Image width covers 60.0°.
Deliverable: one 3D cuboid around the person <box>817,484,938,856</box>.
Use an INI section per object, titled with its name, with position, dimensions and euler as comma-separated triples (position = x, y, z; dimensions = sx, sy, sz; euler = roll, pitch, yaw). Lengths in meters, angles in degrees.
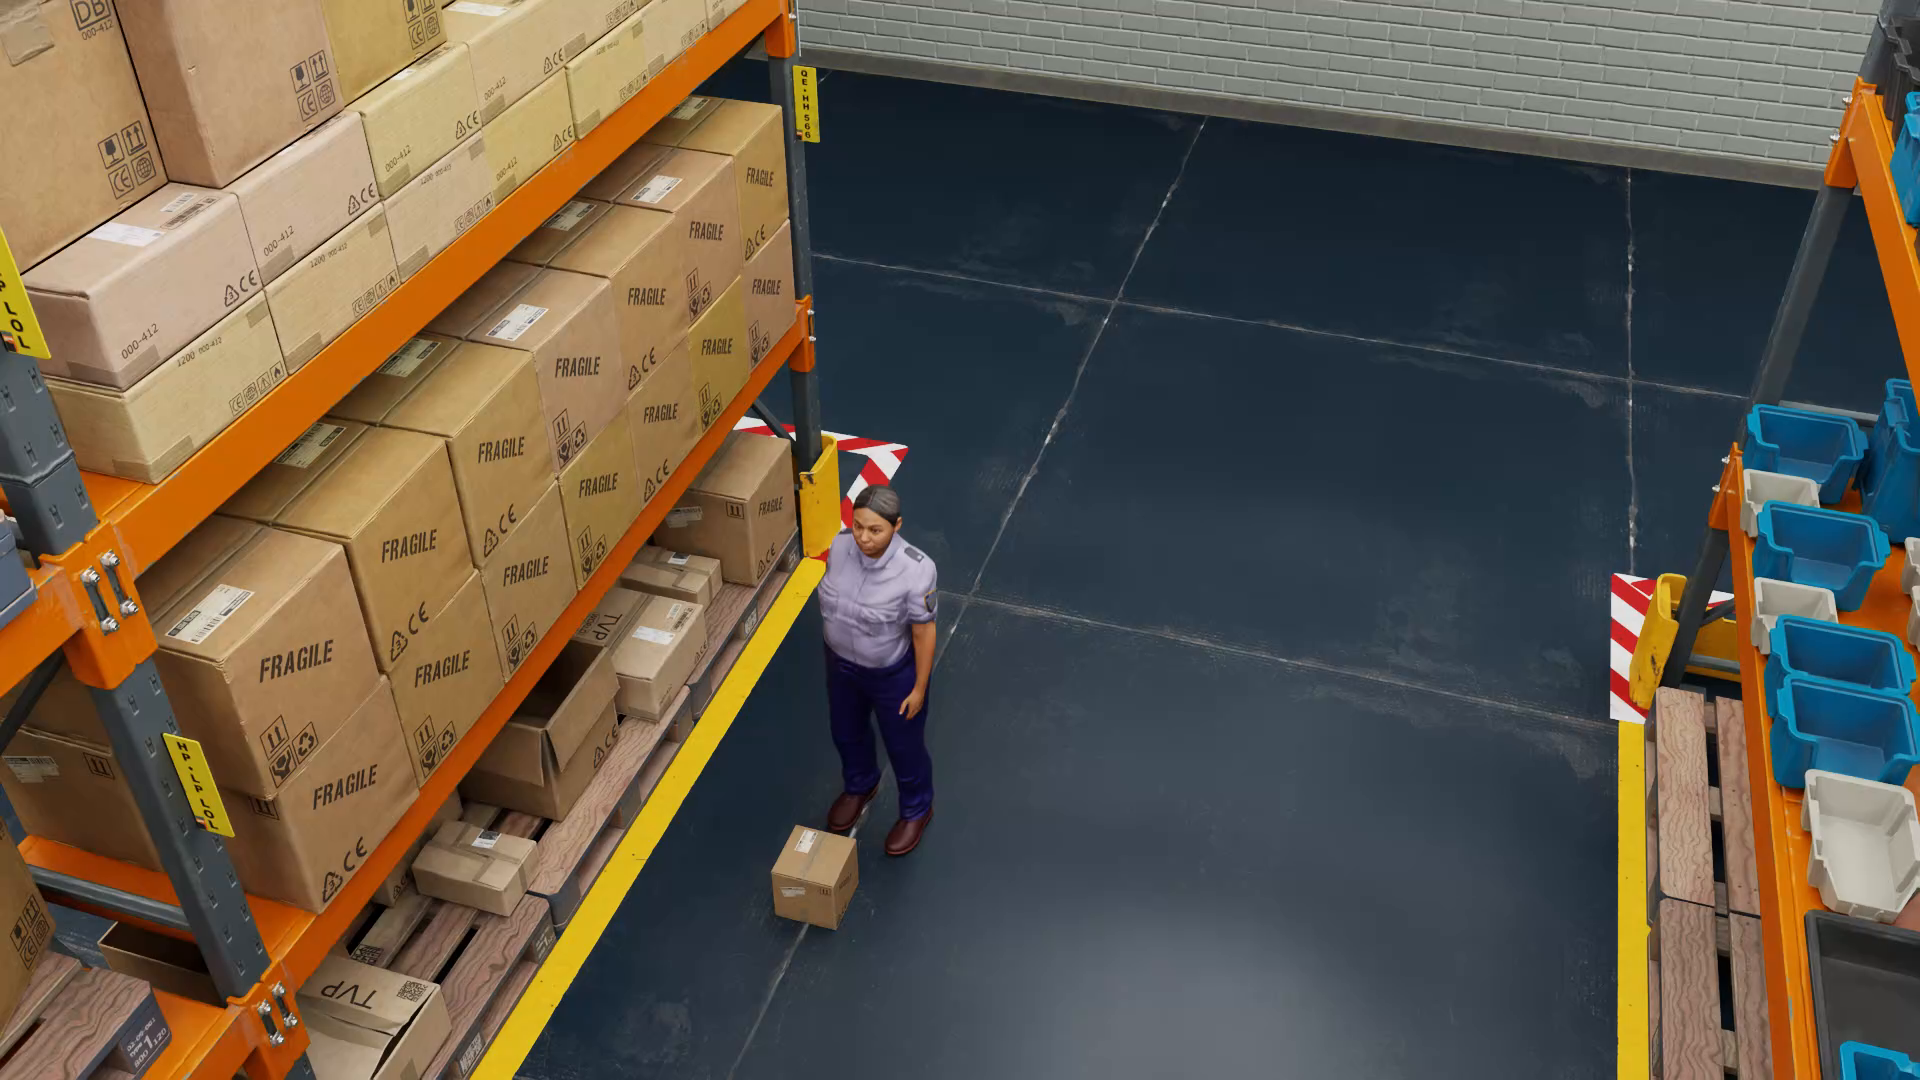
[person]
position = -0.309, 0.493, 6.257
dimensions = 0.467, 1.649, 0.332
euler = 20, 42, 24
